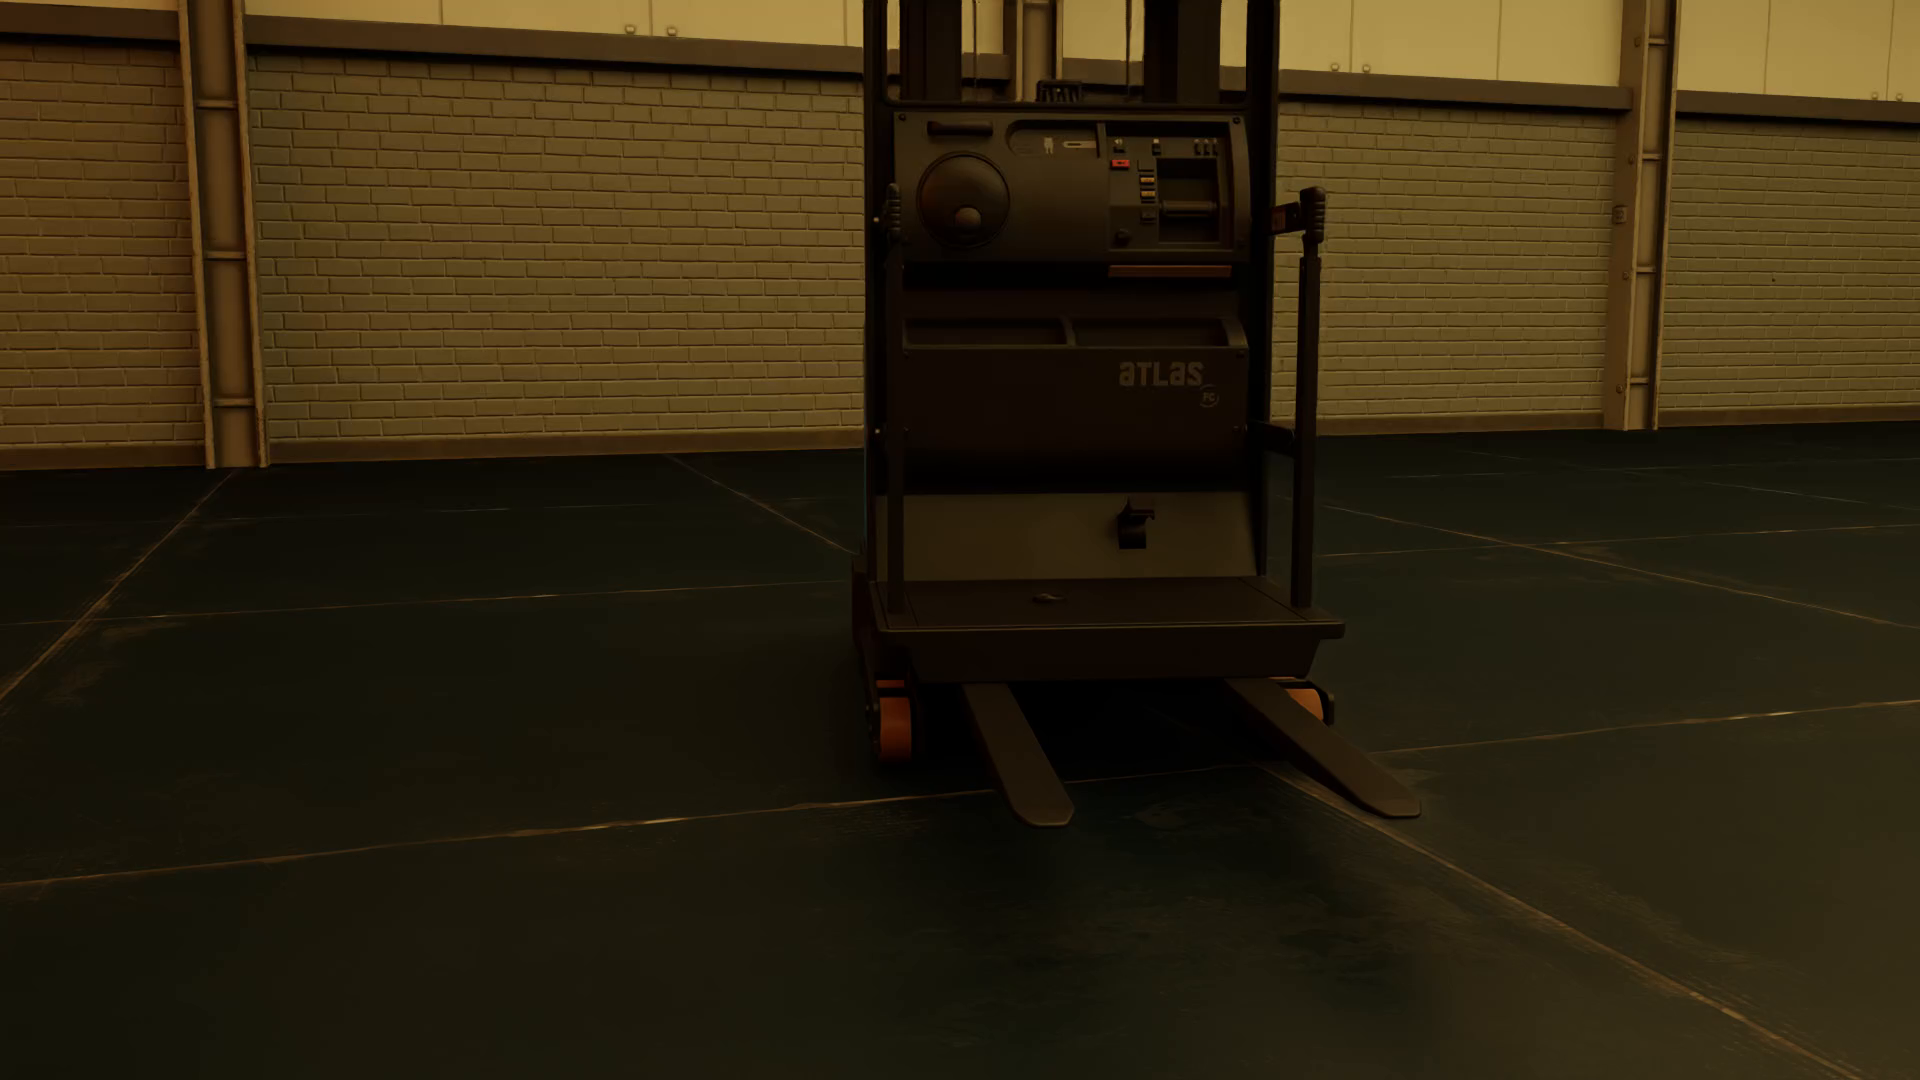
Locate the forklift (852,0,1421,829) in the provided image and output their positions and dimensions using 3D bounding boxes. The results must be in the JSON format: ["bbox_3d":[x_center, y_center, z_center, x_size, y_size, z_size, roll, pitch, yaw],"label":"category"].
[{"bbox_3d":[0.314,-0.963,4.126,1.130,2.935,3.031,-1,8,-5],"label":"forklift"}]
